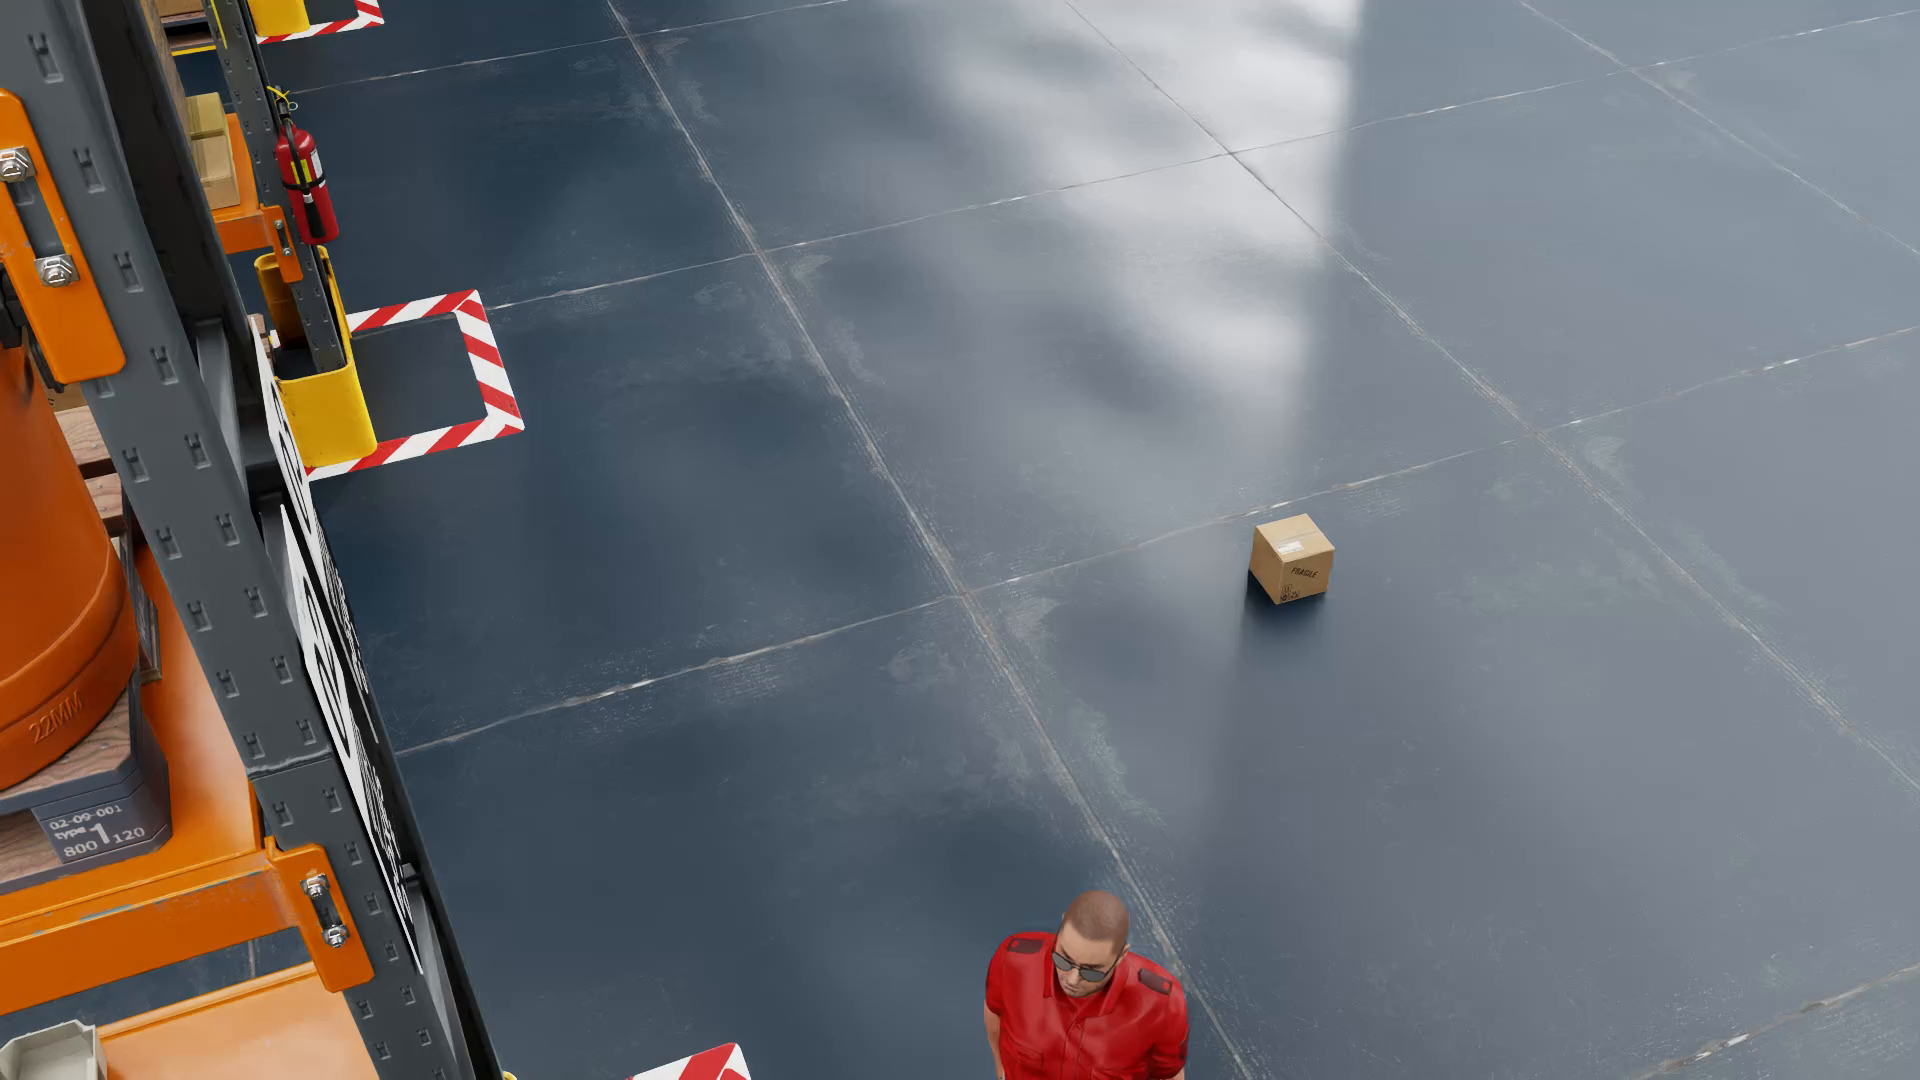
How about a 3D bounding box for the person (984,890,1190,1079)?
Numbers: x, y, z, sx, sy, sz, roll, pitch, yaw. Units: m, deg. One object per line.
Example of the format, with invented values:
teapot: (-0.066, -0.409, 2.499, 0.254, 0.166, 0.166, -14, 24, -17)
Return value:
person: (0.299, 1.563, 4.429, 0.548, 1.797, 0.516, 10, 42, 11)
